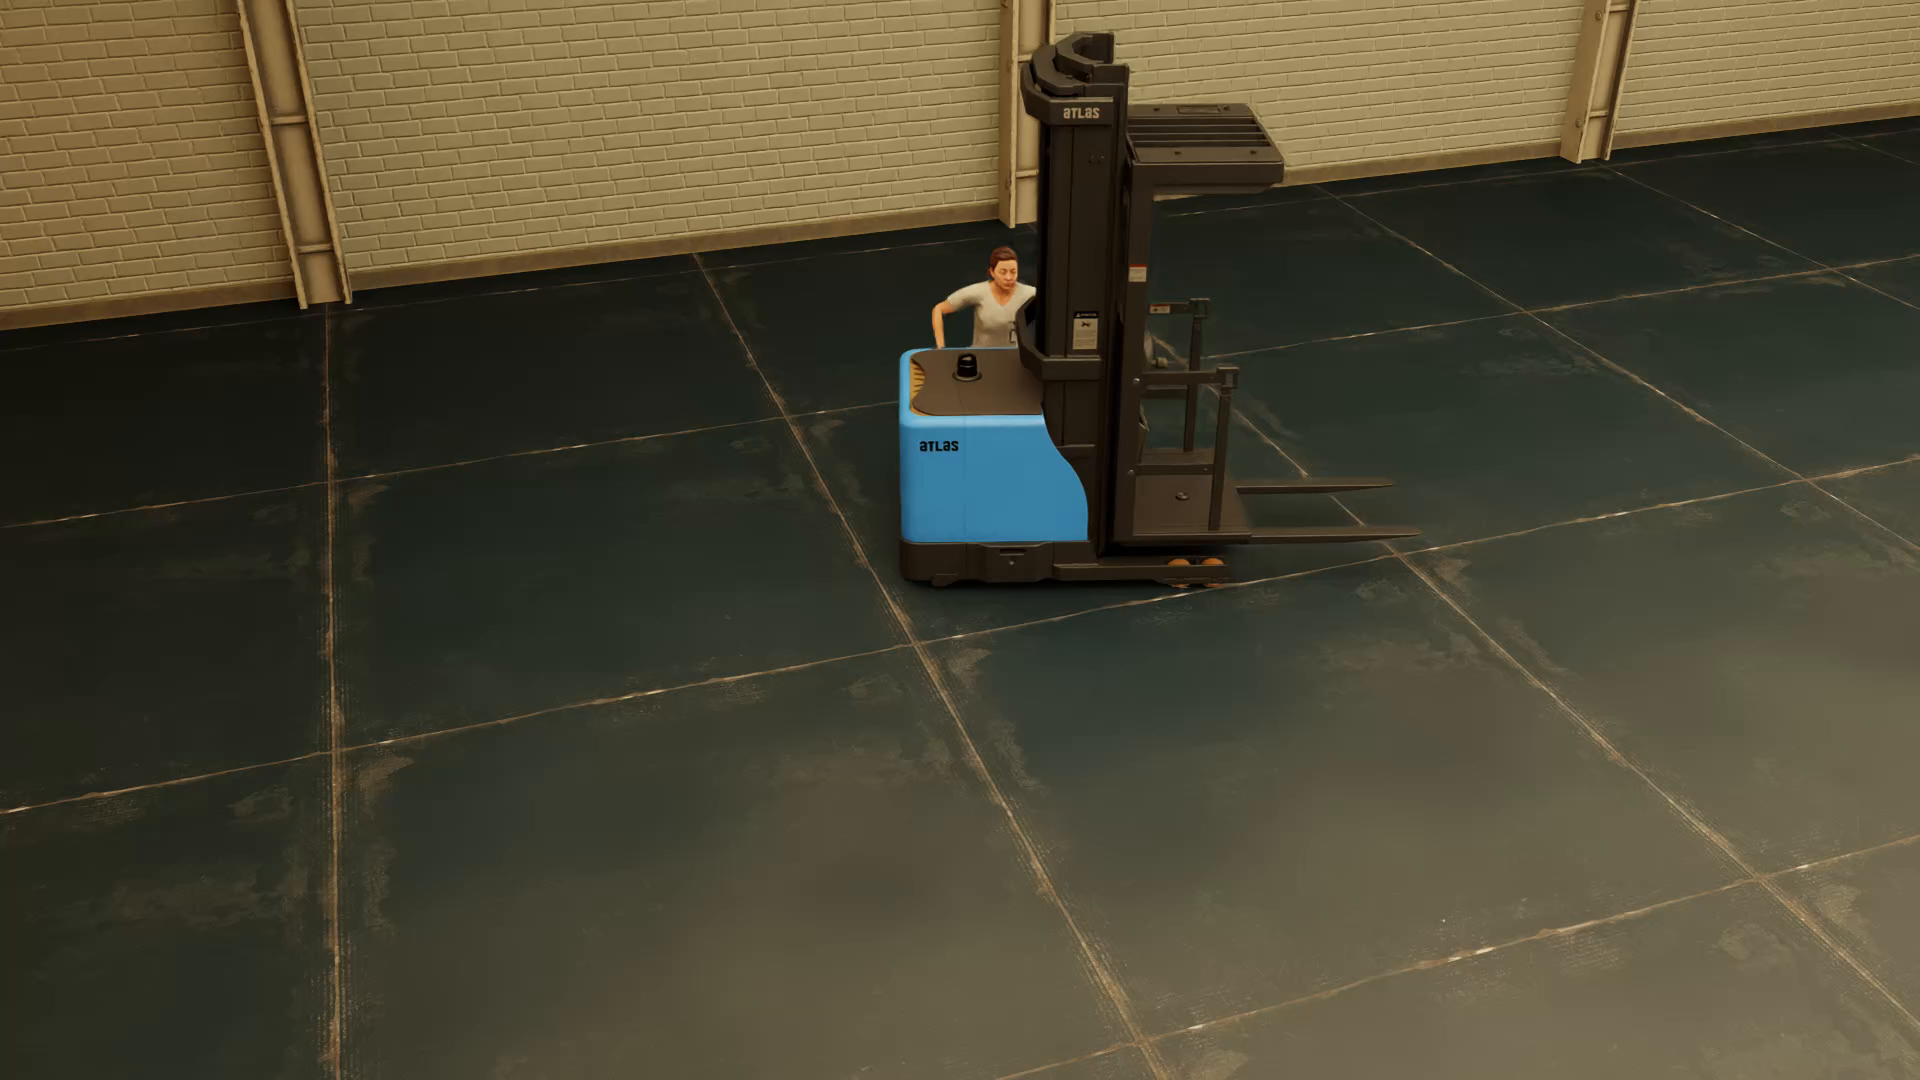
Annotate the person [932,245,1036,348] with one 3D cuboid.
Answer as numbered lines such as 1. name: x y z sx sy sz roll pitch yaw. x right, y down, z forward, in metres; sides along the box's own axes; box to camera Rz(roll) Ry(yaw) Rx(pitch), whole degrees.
1. person: 0.301 -1.026 10.143 0.915 1.458 0.723 -4 30 -6

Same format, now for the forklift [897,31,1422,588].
1. forklift: 1.156 -1.259 9.275 3.031 2.935 1.130 -1 30 -1
